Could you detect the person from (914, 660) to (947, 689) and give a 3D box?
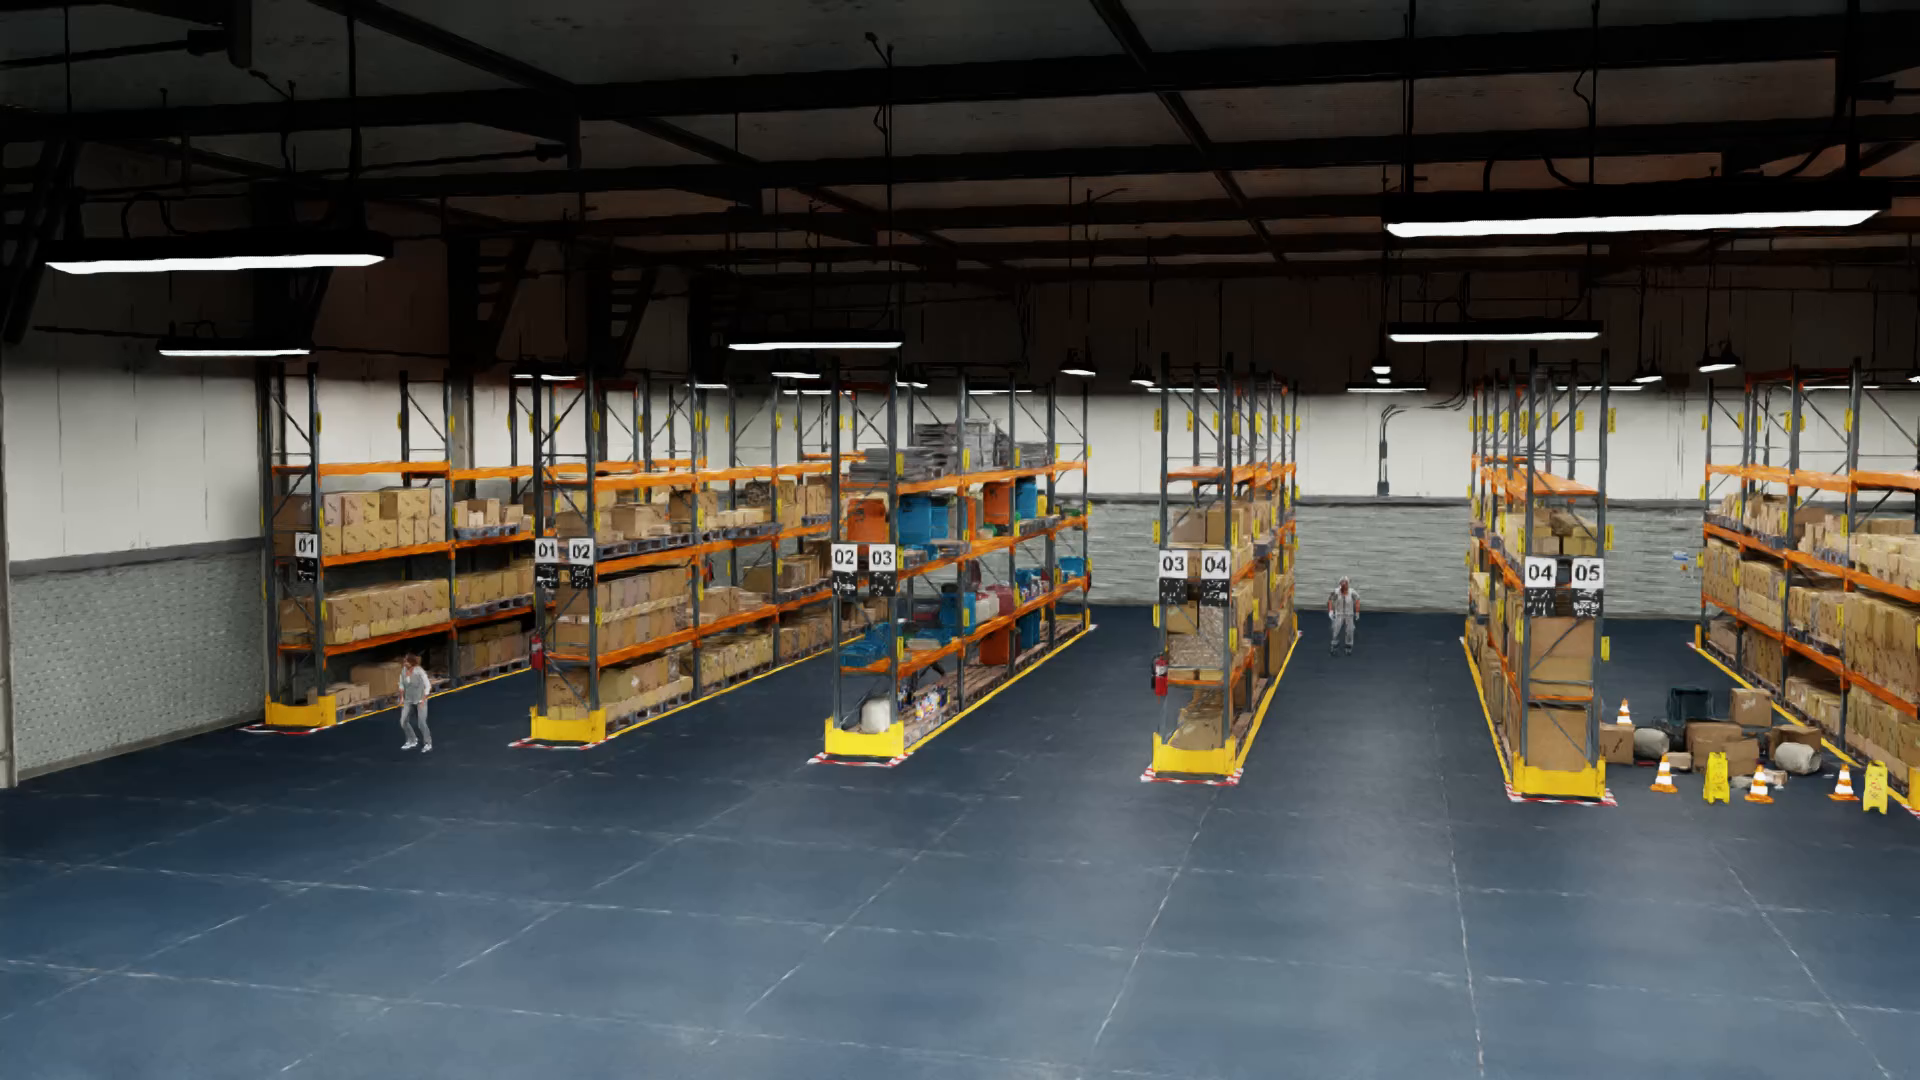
[{"bbox_3d":[-0.632,1.998,31.327,0.504,1.593,0.945,3,5,35],"label":"person"}]

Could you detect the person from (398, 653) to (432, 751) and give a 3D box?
[{"bbox_3d":[-8.287,2.460,25.294,0.566,1.541,0.519,1,4,12],"label":"person"}]

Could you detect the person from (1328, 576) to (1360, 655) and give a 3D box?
[{"bbox_3d":[8.246,1.628,35.742,0.677,1.741,0.551,1,4,13],"label":"person"}]

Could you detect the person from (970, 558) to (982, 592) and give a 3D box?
[{"bbox_3d":[0.238,1.103,43.118,0.598,1.698,1.193,1,4,16],"label":"person"}]
